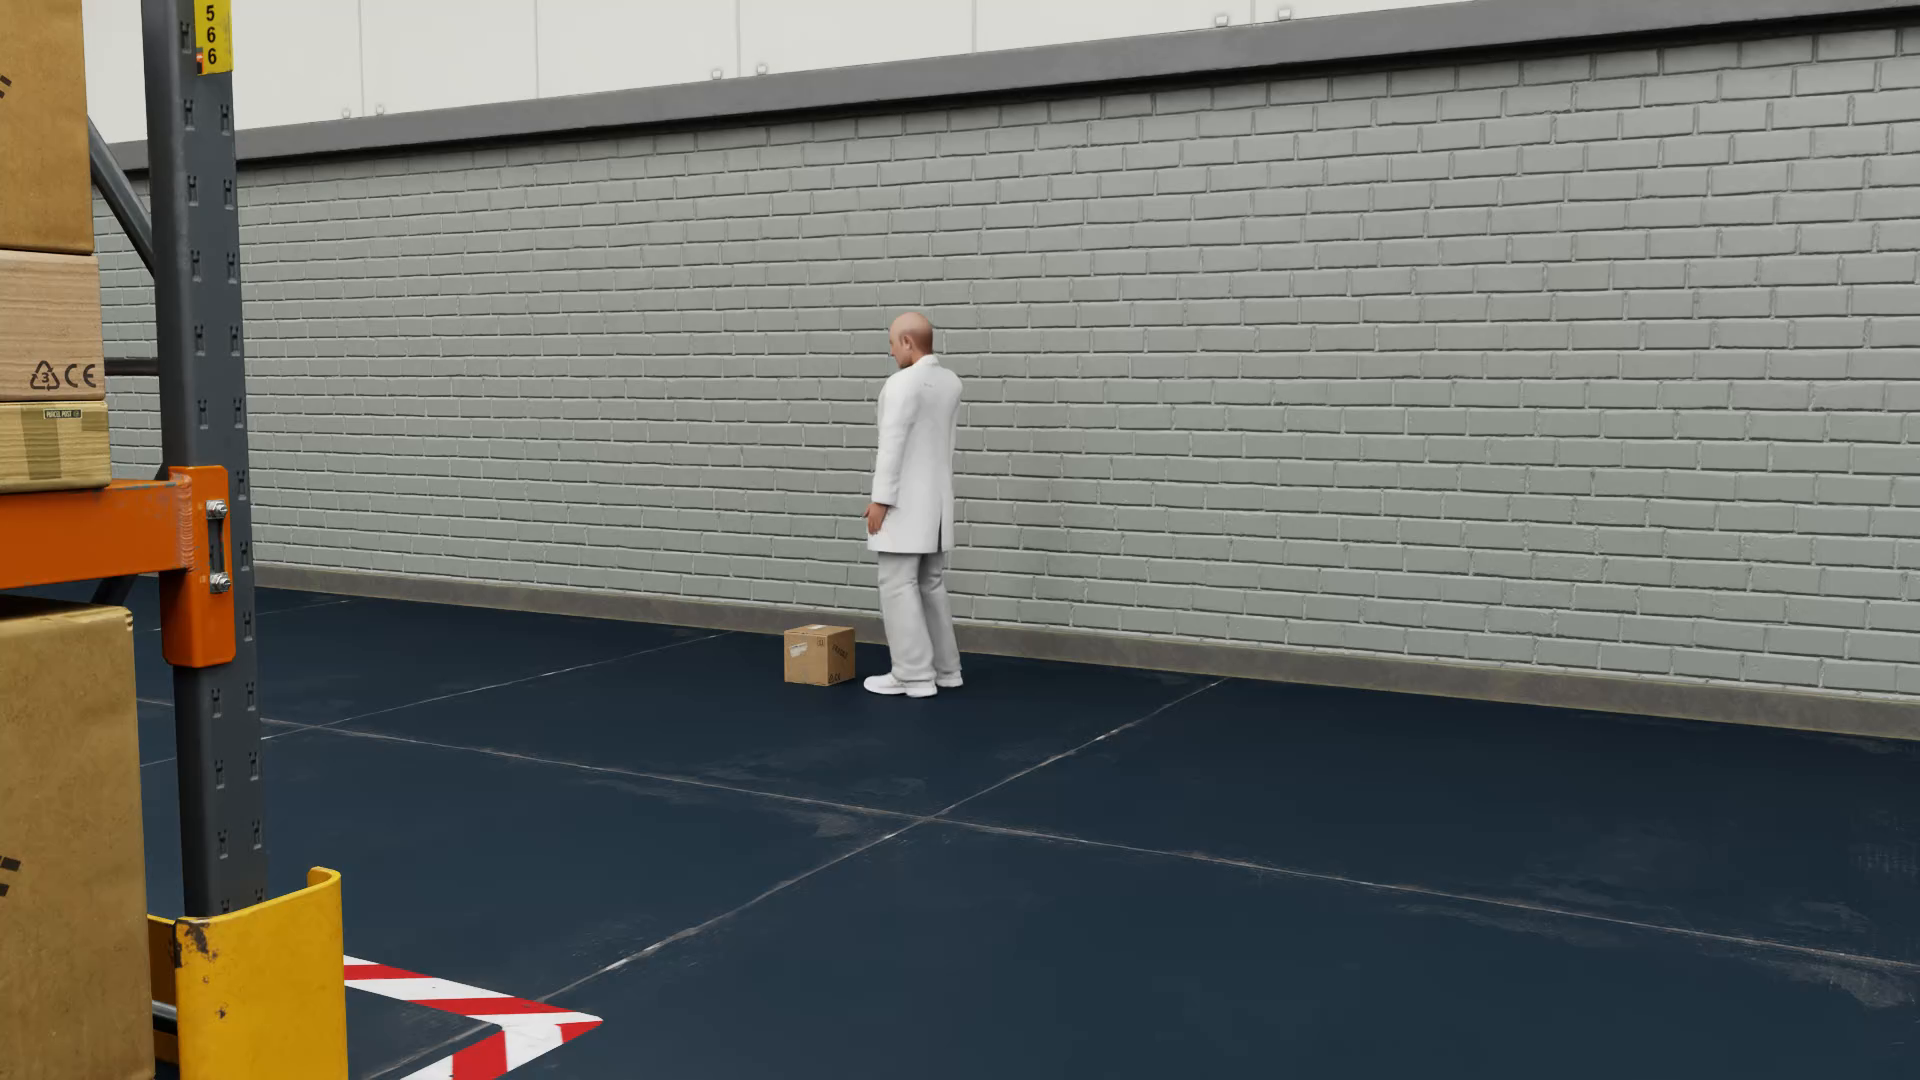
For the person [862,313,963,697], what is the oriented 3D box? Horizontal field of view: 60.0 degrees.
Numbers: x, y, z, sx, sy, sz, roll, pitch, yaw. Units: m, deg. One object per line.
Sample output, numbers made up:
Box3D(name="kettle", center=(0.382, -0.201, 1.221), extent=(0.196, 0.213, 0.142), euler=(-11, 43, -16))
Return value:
Box3D(name="person", center=(-0.231, -0.169, 7.769), extent=(0.379, 1.773, 0.562), euler=(3, 7, 30))
